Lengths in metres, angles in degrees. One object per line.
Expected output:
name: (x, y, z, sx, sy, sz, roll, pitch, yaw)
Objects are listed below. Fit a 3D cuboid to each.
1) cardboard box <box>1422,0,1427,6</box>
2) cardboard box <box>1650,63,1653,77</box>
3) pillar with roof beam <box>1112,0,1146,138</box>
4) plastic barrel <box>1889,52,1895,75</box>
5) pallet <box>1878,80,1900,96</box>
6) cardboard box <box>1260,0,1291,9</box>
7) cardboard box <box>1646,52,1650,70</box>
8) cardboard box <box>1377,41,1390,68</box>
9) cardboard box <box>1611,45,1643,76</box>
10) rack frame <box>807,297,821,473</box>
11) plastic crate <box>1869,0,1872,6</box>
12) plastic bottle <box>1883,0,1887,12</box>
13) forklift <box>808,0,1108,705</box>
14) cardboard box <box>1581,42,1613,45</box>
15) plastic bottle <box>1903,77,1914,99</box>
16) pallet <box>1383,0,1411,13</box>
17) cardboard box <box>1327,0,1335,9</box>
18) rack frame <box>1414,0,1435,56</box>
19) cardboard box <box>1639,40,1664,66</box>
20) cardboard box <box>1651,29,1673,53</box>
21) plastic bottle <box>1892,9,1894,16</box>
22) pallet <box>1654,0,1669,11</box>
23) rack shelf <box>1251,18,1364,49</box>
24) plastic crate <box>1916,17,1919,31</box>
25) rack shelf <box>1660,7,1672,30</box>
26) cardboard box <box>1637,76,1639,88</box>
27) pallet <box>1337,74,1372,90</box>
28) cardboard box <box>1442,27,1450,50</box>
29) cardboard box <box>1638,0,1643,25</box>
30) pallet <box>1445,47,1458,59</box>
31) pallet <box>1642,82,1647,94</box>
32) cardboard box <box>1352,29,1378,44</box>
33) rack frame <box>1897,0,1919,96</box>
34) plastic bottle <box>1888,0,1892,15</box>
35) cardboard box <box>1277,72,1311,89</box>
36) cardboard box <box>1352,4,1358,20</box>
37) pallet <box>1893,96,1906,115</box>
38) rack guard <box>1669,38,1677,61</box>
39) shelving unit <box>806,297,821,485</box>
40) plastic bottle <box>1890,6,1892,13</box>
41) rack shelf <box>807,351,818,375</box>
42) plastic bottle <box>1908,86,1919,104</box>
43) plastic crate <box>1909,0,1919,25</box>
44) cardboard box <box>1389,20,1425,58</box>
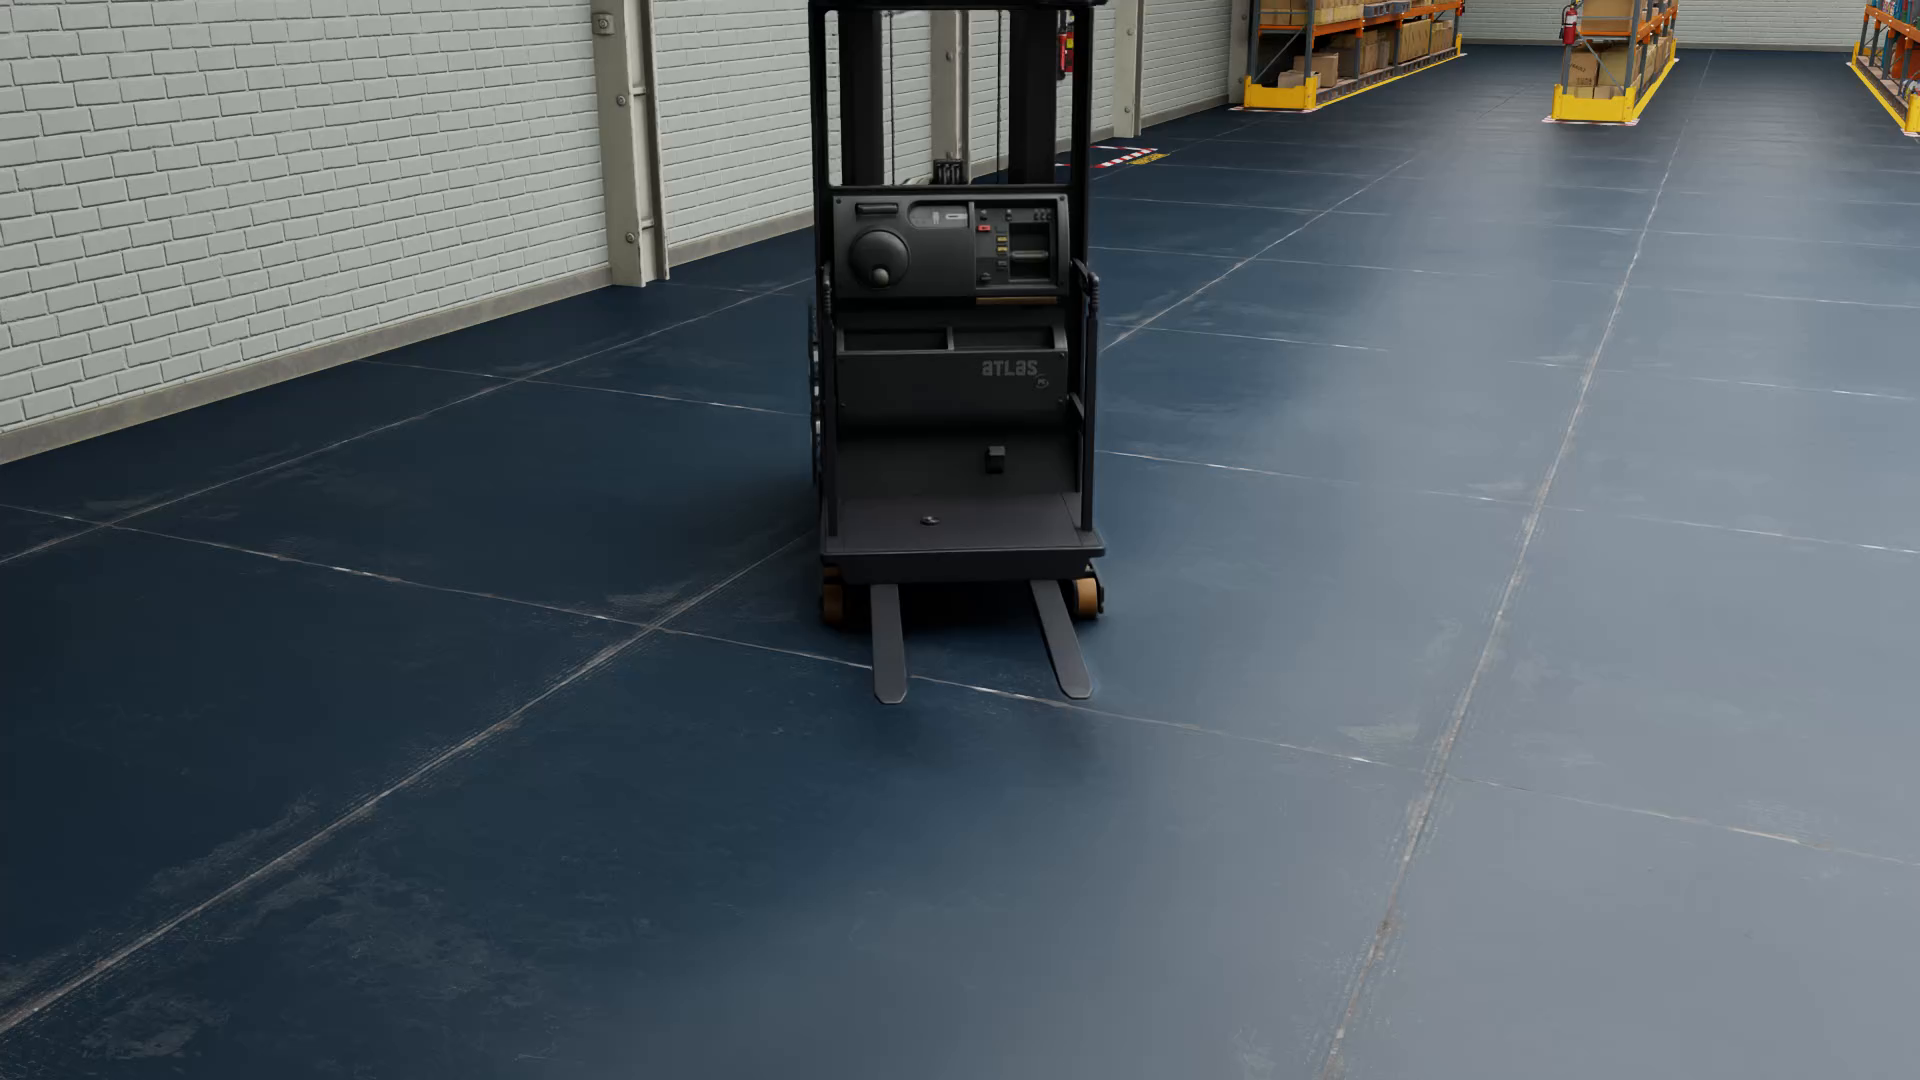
cardboard box: (10.067, -11.825, 36.587, 0.380, 0.149, 0.250, 9, 21, 23)
cardboard box: (12.913, -8.967, 31.682, 0.500, 0.250, 0.500, 8, 21, 22)
pillar with roof beam: (6.285, -9.384, 20.426, 9.100, 9.000, 0.400, 9, 21, 23)
plastic barrel: (17.966, -9.098, 31.662, 0.421, 0.512, 0.421, 0, 20, 0)
pallet: (17.279, -8.190, 30.184, 1.003, 0.211, 1.213, 9, 21, 23)
cardboard box: (5.316, -9.115, 27.697, 0.500, 0.500, 0.500, 8, 21, 22)
cardboard box: (12.082, -8.605, 29.828, 0.500, 0.311, 0.500, 8, 21, 22)
cardboard box: (8.346, -9.897, 33.897, 0.700, 0.500, 0.500, 9, 21, 23)
cardboard box: (11.270, -8.127, 28.201, 0.500, 0.500, 0.500, 9, 21, 23)
rack frame: (-0.628, -0.768, 8.286, 0.240, 0.900, 0.006, -2, 20, -5)
plastic crate: (20.021, -11.761, 36.367, 0.250, 0.136, 0.298, 9, 21, 23)
plastic bottle: (18.582, -10.699, 33.262, 0.152, 0.276, 0.135, 9, 21, 23)
forklift: (-0.017, -1.161, 6.358, 1.130, 2.935, 3.031, -1, 20, -4)
cardboard box: (11.000, -8.351, 28.831, 0.500, 0.500, 0.500, 9, 21, 23)
plastic bottle: (15.207, -7.225, 26.604, 0.144, 0.351, 0.185, 8, 21, 20)
pallet: (8.398, -10.772, 33.569, 1.213, 0.211, 1.003, 9, 21, 23)
cardboard box: (5.998, -9.196, 27.925, 0.500, 0.500, 0.500, 9, 21, 23)
rack frame: (10.231, -12.318, 37.629, 1.000, 3.000, 0.127, 9, 21, 23)
cardboard box: (14.189, -10.020, 34.241, 0.500, 0.500, 0.500, 8, 21, 21)
cardboard box: (16.392, -11.692, 38.942, 0.500, 0.500, 0.500, 9, 21, 23)
plastic bottle: (17.566, -9.928, 31.204, 0.097, 0.201, 0.097, 0, 20, 0)
pallet: (13.906, -10.921, 33.988, 1.003, 0.211, 1.213, 9, 21, 23)
rack shelf: (6.136, -8.922, 29.154, 1.077, 0.370, 4.000, 9, 21, 23)
plastic crate: (15.180, -8.037, 25.907, 0.450, 0.188, 0.662, 9, 21, 23)
rack shelf: (13.933, -10.689, 34.122, 1.077, 0.370, 4.000, 9, 21, 23)
cardboard box: (11.272, -7.773, 28.326, 0.500, 0.250, 0.500, 9, 21, 23)
pallet: (7.272, -8.797, 31.889, 1.003, 0.211, 1.213, 9, 21, 23)
cardboard box: (11.469, -12.180, 40.345, 0.700, 0.500, 0.500, 8, 21, 23)
cardboard box: (11.090, -8.942, 27.988, 0.700, 0.500, 0.500, 8, 21, 22)
pallet: (11.613, -11.972, 40.817, 1.003, 0.211, 1.213, 9, 21, 23)
pallet: (12.240, -8.485, 31.012, 1.003, 0.211, 1.213, 9, 21, 23)
cardboard box: (8.055, -10.085, 33.305, 0.500, 0.250, 0.500, 9, 21, 24)
rack frame: (15.993, -8.513, 26.930, 1.000, 3.000, 0.127, 9, 21, 23)
plastic bottle: (18.006, -10.310, 32.156, 0.061, 0.283, 0.133, 9, 21, 23)
cardboard box: (5.682, -7.789, 28.251, 0.500, 0.311, 0.500, 6, 20, 17)
cardboard box: (6.826, -9.474, 29.825, 0.500, 0.250, 0.500, 9, 21, 23)
pallet: (15.680, -7.000, 26.836, 1.003, 0.211, 1.213, 9, 21, 23)
rack guard: (16.359, -11.661, 39.513, 1.175, 0.500, 0.348, 9, 21, 23)
shelving unit: (-0.618, -0.734, 8.191, 0.258, 0.900, 0.210, -2, 20, -5)
plastic bottle: (17.845, -10.136, 31.790, 0.097, 0.201, 0.097, 0, 20, 0)
rack shelf: (-0.618, -0.873, 8.141, 0.258, 0.077, 0.200, -2, 20, -5)
plastic bottle: (14.836, -6.909, 25.828, 0.152, 0.276, 0.135, 9, 21, 23)
plastic crate: (15.912, -8.733, 27.453, 0.402, 0.464, 0.583, 9, 21, 23)
cardboard box: (9.722, -11.014, 36.545, 0.750, 0.750, 0.750, 9, 22, 24)
